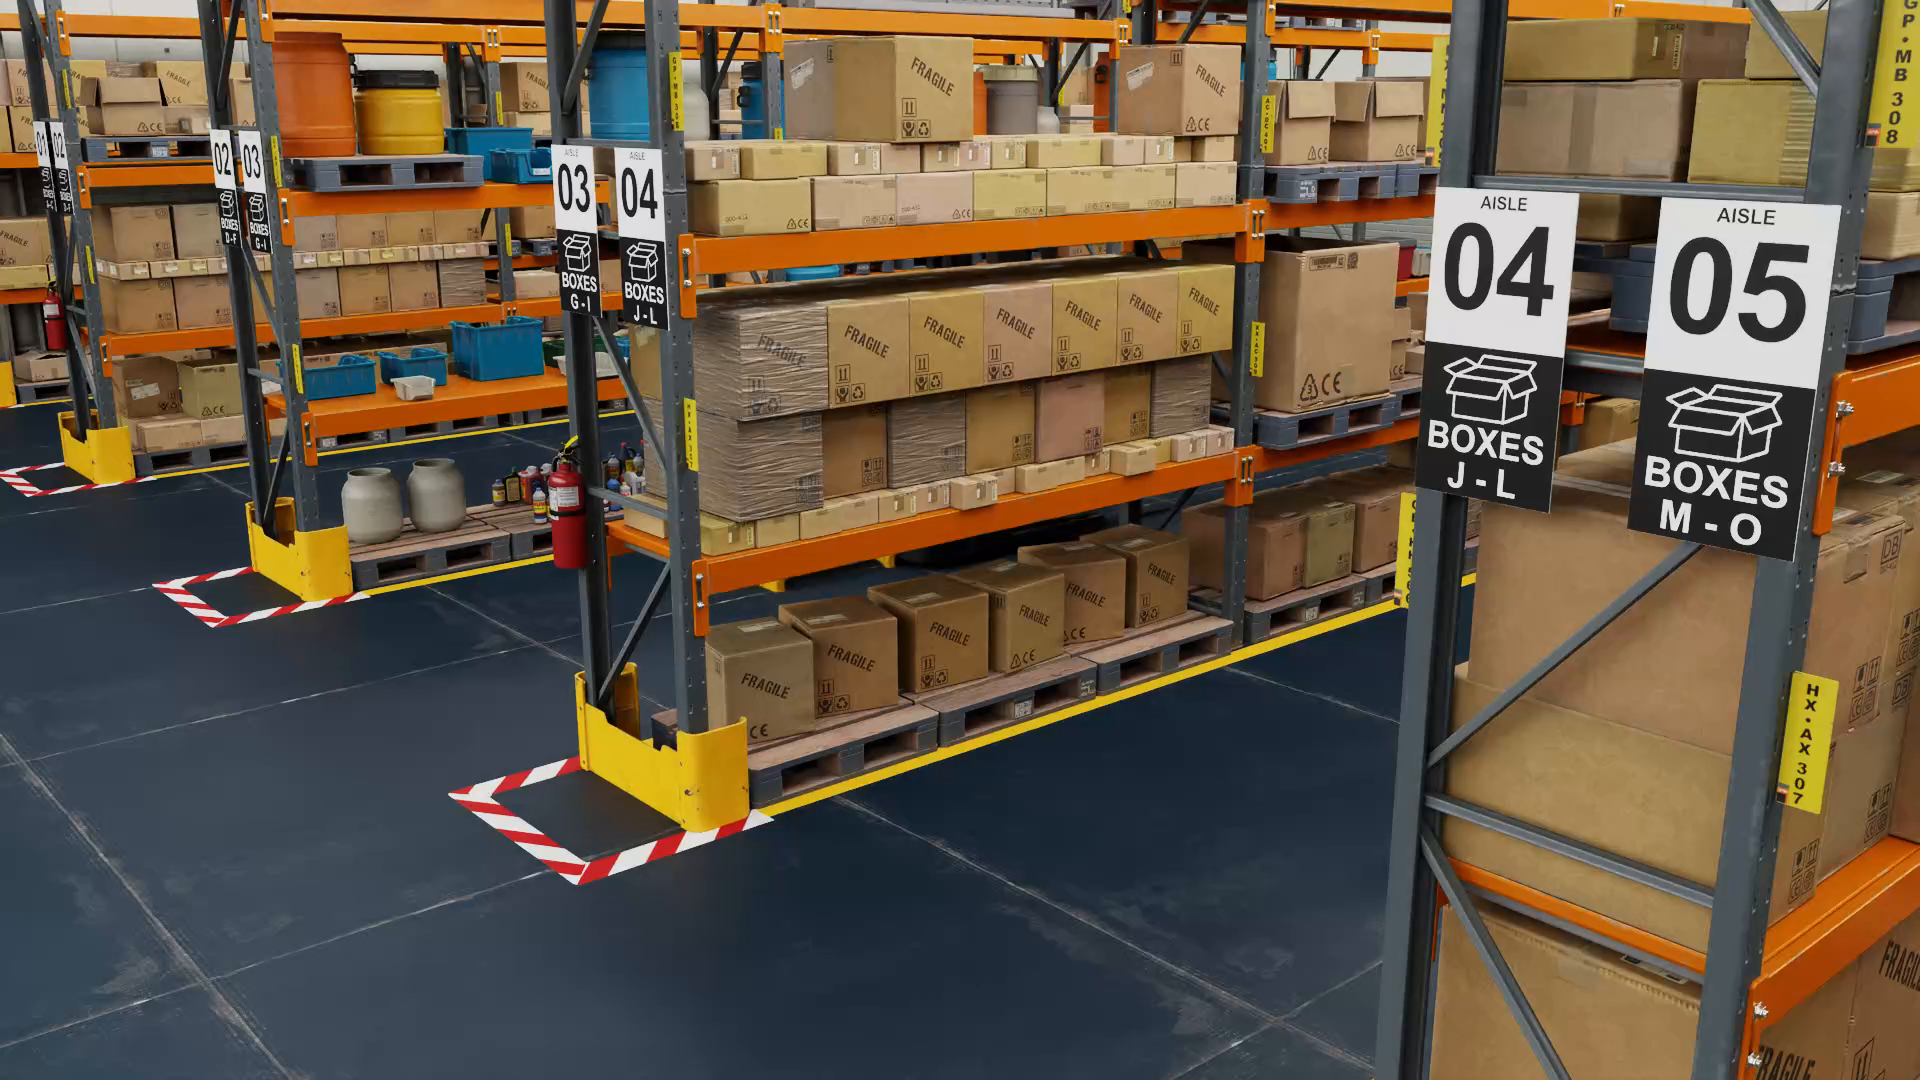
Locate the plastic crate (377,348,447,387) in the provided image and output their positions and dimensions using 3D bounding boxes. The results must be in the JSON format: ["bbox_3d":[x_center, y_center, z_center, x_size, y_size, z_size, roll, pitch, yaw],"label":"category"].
[{"bbox_3d":[-4.155,-1.310,12.631,0.408,0.251,0.499,-13,19,-39],"label":"plastic crate"}]

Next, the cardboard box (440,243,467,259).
[{"bbox_3d":[-5.314,-3.005,17.237,0.250,0.149,0.380,-13,20,-41],"label":"cardboard box"}]

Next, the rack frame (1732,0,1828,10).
[{"bbox_3d":[7.474,-5.097,14.895,0.127,3.000,1.000,-13,19,-39],"label":"rack frame"}]

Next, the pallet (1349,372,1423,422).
[{"bbox_3d":[2.990,-1.085,11.872,1.213,0.211,1.003,-13,19,-39],"label":"pallet"}]

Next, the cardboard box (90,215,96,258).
[{"bbox_3d":[-10.003,-3.549,19.522,0.500,0.500,0.500,-13,20,-41],"label":"cardboard box"}]

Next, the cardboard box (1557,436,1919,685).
[{"bbox_3d":[2.260,0.056,4.844,0.550,0.550,0.875,-13,19,-39],"label":"cardboard box"}]

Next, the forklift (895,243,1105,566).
[{"bbox_3d":[0.540,-1.515,13.242,3.031,2.935,1.130,-12,19,-38],"label":"forklift"}]

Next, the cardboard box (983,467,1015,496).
[{"bbox_3d":[0.089,-0.350,9.234,0.250,0.149,0.380,-13,19,-39],"label":"cardboard box"}]

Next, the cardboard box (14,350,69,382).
[{"bbox_3d":[-10.753,-2.072,19.553,0.500,0.311,0.500,13,20,41],"label":"cardboard box"}]

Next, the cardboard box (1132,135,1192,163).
[{"bbox_3d":[1.122,-2.274,9.657,0.250,0.149,0.380,-12,19,-39],"label":"cardboard box"}]

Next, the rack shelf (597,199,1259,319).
[{"bbox_3d":[-0.070,-1.606,9.033,4.000,0.370,1.077,-13,19,-39],"label":"rack shelf"}]

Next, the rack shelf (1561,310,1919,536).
[{"bbox_3d":[3.110,-0.624,5.354,4.000,0.370,1.077,-13,19,-39],"label":"rack shelf"}]

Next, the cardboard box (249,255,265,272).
[{"bbox_3d":[-6.864,-2.657,15.932,0.250,0.149,0.380,-14,20,-41],"label":"cardboard box"}]

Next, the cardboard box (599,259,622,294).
[{"bbox_3d":[-4.074,-3.037,18.614,0.500,0.500,0.500,-11,18,-35],"label":"cardboard box"}]

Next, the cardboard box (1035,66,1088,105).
[{"bbox_3d":[1.315,-6.198,22.699,0.500,0.500,0.700,-13,19,-39],"label":"cardboard box"}]

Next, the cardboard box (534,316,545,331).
[{"bbox_3d":[-6.272,-3.222,23.492,0.500,0.500,0.700,-13,20,-39],"label":"cardboard box"}]

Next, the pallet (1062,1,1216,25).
[{"bbox_3d":[1.769,-5.216,16.479,1.003,0.211,1.213,-13,19,-39],"label":"pallet"}]

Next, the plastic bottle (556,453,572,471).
[{"bbox_3d":[-3.297,-0.549,13.774,0.185,0.351,0.144,-12,19,-37],"label":"plastic bottle"}]

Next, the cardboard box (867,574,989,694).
[{"bbox_3d":[-0.184,0.526,9.498,0.500,0.500,0.500,-10,18,-34],"label":"cardboard box"}]

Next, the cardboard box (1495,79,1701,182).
[{"bbox_3d":[1.787,-1.092,4.421,0.500,0.250,0.500,-12,19,-39],"label":"cardboard box"}]

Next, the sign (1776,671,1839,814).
[{"bbox_3d":[1.961,0.469,3.849,0.005,0.325,0.100,-13,19,-39],"label":"sign"}]

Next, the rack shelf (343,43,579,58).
[{"bbox_3d":[-6.807,-6.433,22.065,4.000,0.370,1.077,-13,19,-39],"label":"rack shelf"}]

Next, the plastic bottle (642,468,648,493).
[{"bbox_3d":[-2.498,-0.488,13.545,0.185,0.351,0.144,-13,20,-40],"label":"plastic bottle"}]

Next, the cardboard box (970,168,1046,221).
[{"bbox_3d":[0.105,-1.835,8.785,0.500,0.250,0.500,-12,19,-38],"label":"cardboard box"}]

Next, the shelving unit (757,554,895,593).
[{"bbox_3d":[-1.080,-0.493,12.189,1.083,1.500,0.587,-12,19,-38],"label":"shelving unit"}]

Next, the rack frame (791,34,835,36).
[{"bbox_3d":[-2.281,-7.990,25.725,0.127,3.000,1.000,-13,19,-39],"label":"rack frame"}]

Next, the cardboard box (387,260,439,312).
[{"bbox_3d":[-5.786,-2.654,17.180,0.500,0.500,0.700,-13,20,-40],"label":"cardboard box"}]

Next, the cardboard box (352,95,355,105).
[{"bbox_3d":[-6.387,-4.288,16.393,0.637,0.503,0.797,-10,18,-33],"label":"cardboard box"}]

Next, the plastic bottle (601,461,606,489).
[{"bbox_3d":[-3.041,-0.520,13.809,0.135,0.276,0.152,-13,19,-39],"label":"plastic bottle"}]

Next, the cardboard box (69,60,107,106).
[{"bbox_3d":[-10.093,-5.231,19.039,0.500,0.500,0.500,-12,19,-38],"label":"cardboard box"}]

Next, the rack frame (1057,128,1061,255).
[{"bbox_3d":[0.974,-4.128,22.892,0.127,3.000,1.000,-13,19,-39],"label":"rack frame"}]

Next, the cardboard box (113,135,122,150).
[{"bbox_3d":[-9.709,-4.842,19.519,0.500,0.500,0.500,-11,19,-36],"label":"cardboard box"}]

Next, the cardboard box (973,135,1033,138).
[{"bbox_3d":[0.201,-2.240,9.527,0.250,0.149,0.380,-13,20,-40],"label":"cardboard box"}]

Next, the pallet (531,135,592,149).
[{"bbox_3d":[-4.405,-4.281,18.024,1.217,0.209,0.805,-14,20,-42],"label":"pallet"}]

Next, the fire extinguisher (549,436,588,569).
[{"bbox_3d":[-1.968,-0.199,8.332,0.183,0.674,0.296,-13,19,-39],"label":"fire extinguisher"}]

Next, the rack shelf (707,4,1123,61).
[{"bbox_3d":[-0.304,-4.504,14.844,4.000,0.370,1.077,-13,19,-39],"label":"rack shelf"}]

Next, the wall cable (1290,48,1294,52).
[{"bbox_3d":[7.014,-9.969,29.366,0.112,2.526,3.097,-13,19,-39],"label":"wall cable"}]

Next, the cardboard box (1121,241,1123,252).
[{"bbox_3d":[2.300,-4.381,23.646,0.500,0.500,0.500,-13,20,-40],"label":"cardboard box"}]

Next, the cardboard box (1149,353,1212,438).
[{"bbox_3d":[1.059,-0.971,10.304,0.500,0.500,0.875,-13,19,-39],"label":"cardboard box"}]

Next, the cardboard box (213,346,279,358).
[{"bbox_3d":[-7.125,-1.653,16.687,0.500,0.500,0.500,-13,19,-39],"label":"cardboard box"}]

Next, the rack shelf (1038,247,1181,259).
[{"bbox_3d":[2.482,-4.119,24.253,4.000,0.370,1.077,-13,19,-39],"label":"rack shelf"}]

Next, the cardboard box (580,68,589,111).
[{"bbox_3d":[-4.156,-4.912,18.040,0.500,0.500,0.500,-10,18,-34],"label":"cardboard box"}]

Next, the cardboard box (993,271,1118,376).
[{"bbox_3d":[0.526,-1.219,9.295,0.500,0.500,0.500,-13,19,-39],"label":"cardboard box"}]

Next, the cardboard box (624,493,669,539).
[{"bbox_3d":[-1.499,-0.133,8.422,0.250,0.149,0.380,-13,19,-39],"label":"cardboard box"}]

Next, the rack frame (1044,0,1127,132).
[{"bbox_3d":[1.205,-5.384,15.968,0.127,3.000,1.000,-13,19,-39],"label":"rack frame"}]

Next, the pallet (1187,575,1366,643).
[{"bbox_3d":[2.025,0.371,11.450,1.213,0.211,1.003,-13,19,-39],"label":"pallet"}]

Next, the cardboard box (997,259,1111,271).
[{"bbox_3d":[0.556,-1.407,9.997,0.500,0.500,0.500,-13,19,-39],"label":"cardboard box"}]

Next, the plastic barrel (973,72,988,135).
[{"bbox_3d":[-0.051,-3.934,15.522,0.708,0.830,0.600,-13,19,-39],"label":"plastic barrel"}]

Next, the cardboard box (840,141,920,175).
[{"bbox_3d":[-0.412,-1.901,8.261,0.250,0.149,0.380,-13,20,-40],"label":"cardboard box"}]

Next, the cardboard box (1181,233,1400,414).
[{"bbox_3d":[2.130,-1.444,10.866,1.000,1.000,1.000,-12,19,-39],"label":"cardboard box"}]

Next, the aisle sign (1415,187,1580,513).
[{"bbox_3d":[1.350,-0.486,4.218,0.004,0.787,0.394,-13,19,-39],"label":"aisle sign"}]

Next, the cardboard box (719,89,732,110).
[{"bbox_3d":[-3.814,-6.495,24.894,0.500,0.500,0.700,-13,20,-39],"label":"cardboard box"}]

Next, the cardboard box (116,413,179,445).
[{"bbox_3d":[-7.868,-1.118,16.137,0.500,0.250,0.500,-13,19,-39],"label":"cardboard box"}]

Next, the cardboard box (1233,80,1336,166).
[{"bbox_3d":[1.858,-2.606,10.367,0.637,0.503,0.797,-14,20,-42],"label":"cardboard box"}]

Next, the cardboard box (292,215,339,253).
[{"bbox_3d":[-6.528,-3.116,16.397,0.500,0.500,0.700,-13,19,-39],"label":"cardboard box"}]

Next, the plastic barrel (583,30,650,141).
[{"bbox_3d":[-2.634,-3.554,13.146,0.708,0.901,0.600,-13,19,-39],"label":"plastic barrel"}]

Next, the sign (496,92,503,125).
[{"bbox_3d":[-4.696,-4.402,16.950,0.005,0.325,0.100,-13,19,-39],"label":"sign"}]
